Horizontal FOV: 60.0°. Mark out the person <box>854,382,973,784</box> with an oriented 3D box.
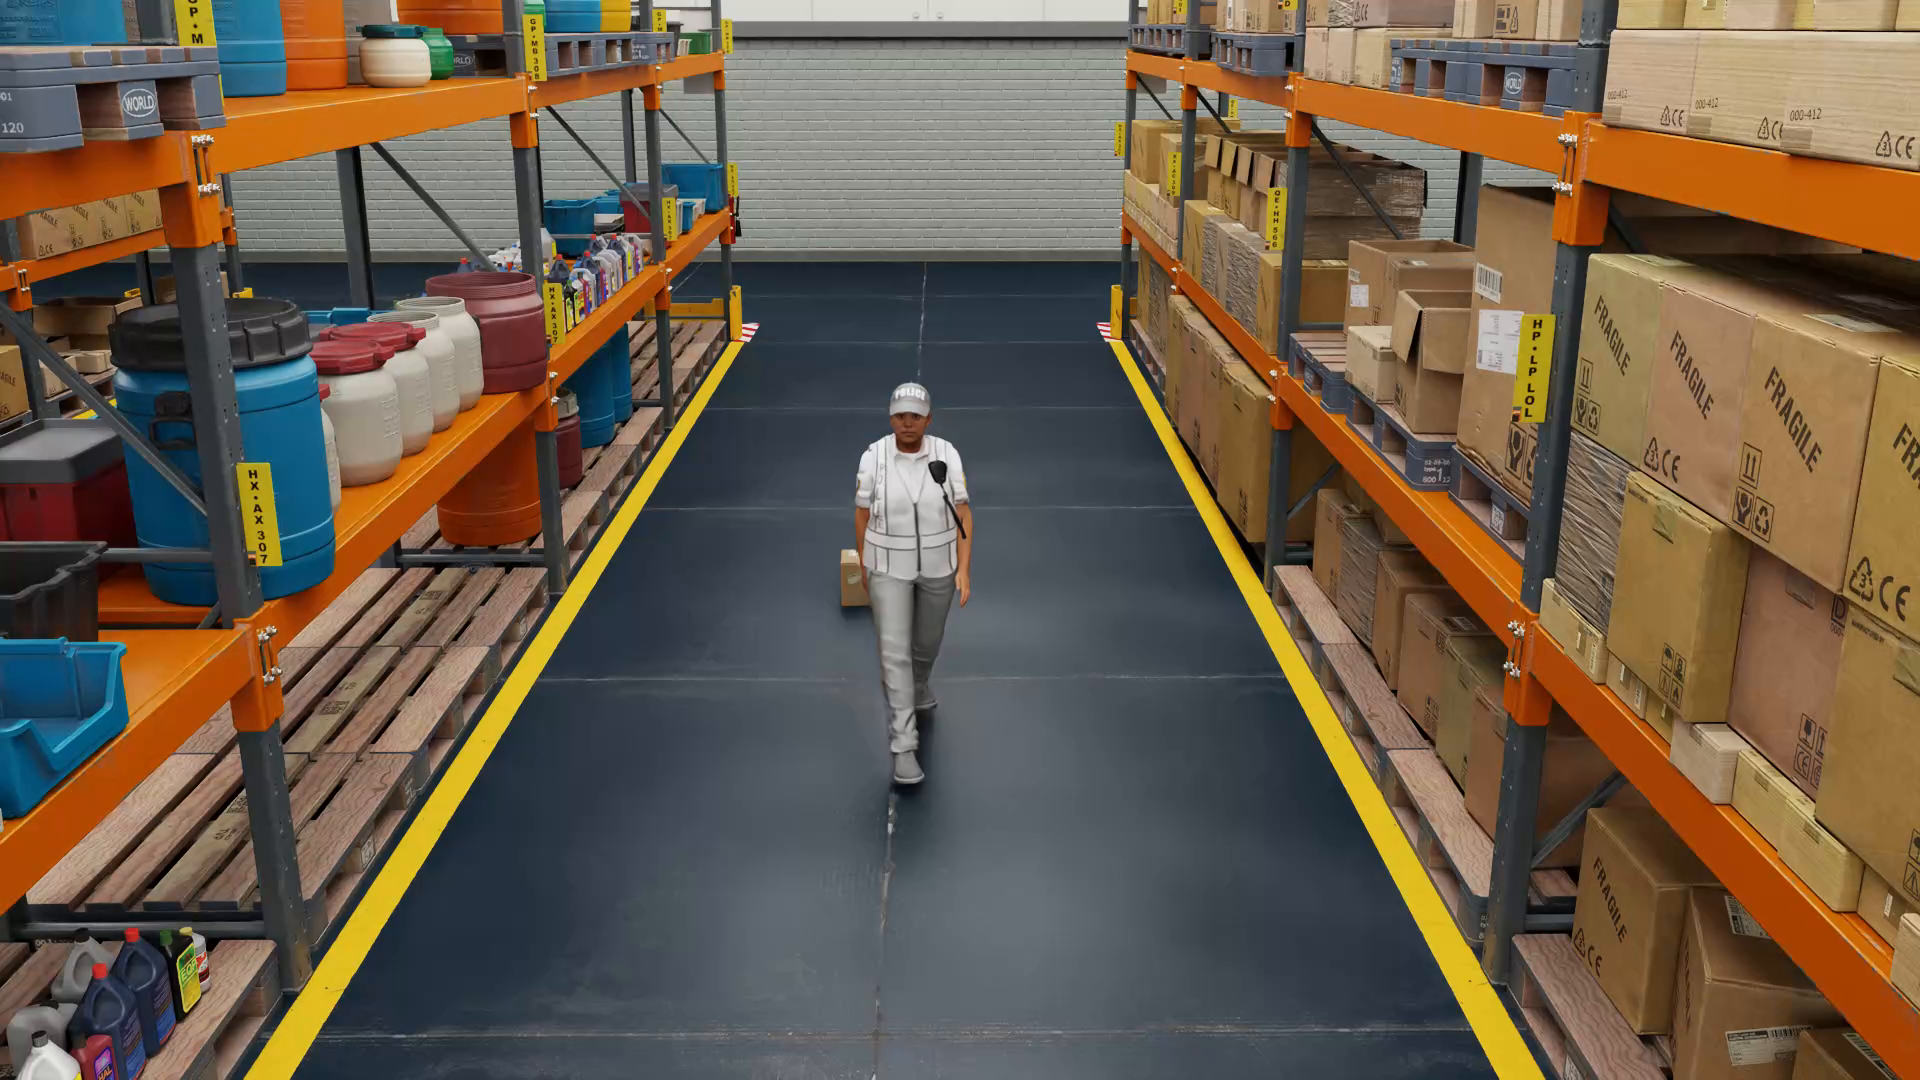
[{"bbox_3d":[-0.188,0.122,7.132,0.486,1.604,1.030,-4,18,-11],"label":"person"}]
